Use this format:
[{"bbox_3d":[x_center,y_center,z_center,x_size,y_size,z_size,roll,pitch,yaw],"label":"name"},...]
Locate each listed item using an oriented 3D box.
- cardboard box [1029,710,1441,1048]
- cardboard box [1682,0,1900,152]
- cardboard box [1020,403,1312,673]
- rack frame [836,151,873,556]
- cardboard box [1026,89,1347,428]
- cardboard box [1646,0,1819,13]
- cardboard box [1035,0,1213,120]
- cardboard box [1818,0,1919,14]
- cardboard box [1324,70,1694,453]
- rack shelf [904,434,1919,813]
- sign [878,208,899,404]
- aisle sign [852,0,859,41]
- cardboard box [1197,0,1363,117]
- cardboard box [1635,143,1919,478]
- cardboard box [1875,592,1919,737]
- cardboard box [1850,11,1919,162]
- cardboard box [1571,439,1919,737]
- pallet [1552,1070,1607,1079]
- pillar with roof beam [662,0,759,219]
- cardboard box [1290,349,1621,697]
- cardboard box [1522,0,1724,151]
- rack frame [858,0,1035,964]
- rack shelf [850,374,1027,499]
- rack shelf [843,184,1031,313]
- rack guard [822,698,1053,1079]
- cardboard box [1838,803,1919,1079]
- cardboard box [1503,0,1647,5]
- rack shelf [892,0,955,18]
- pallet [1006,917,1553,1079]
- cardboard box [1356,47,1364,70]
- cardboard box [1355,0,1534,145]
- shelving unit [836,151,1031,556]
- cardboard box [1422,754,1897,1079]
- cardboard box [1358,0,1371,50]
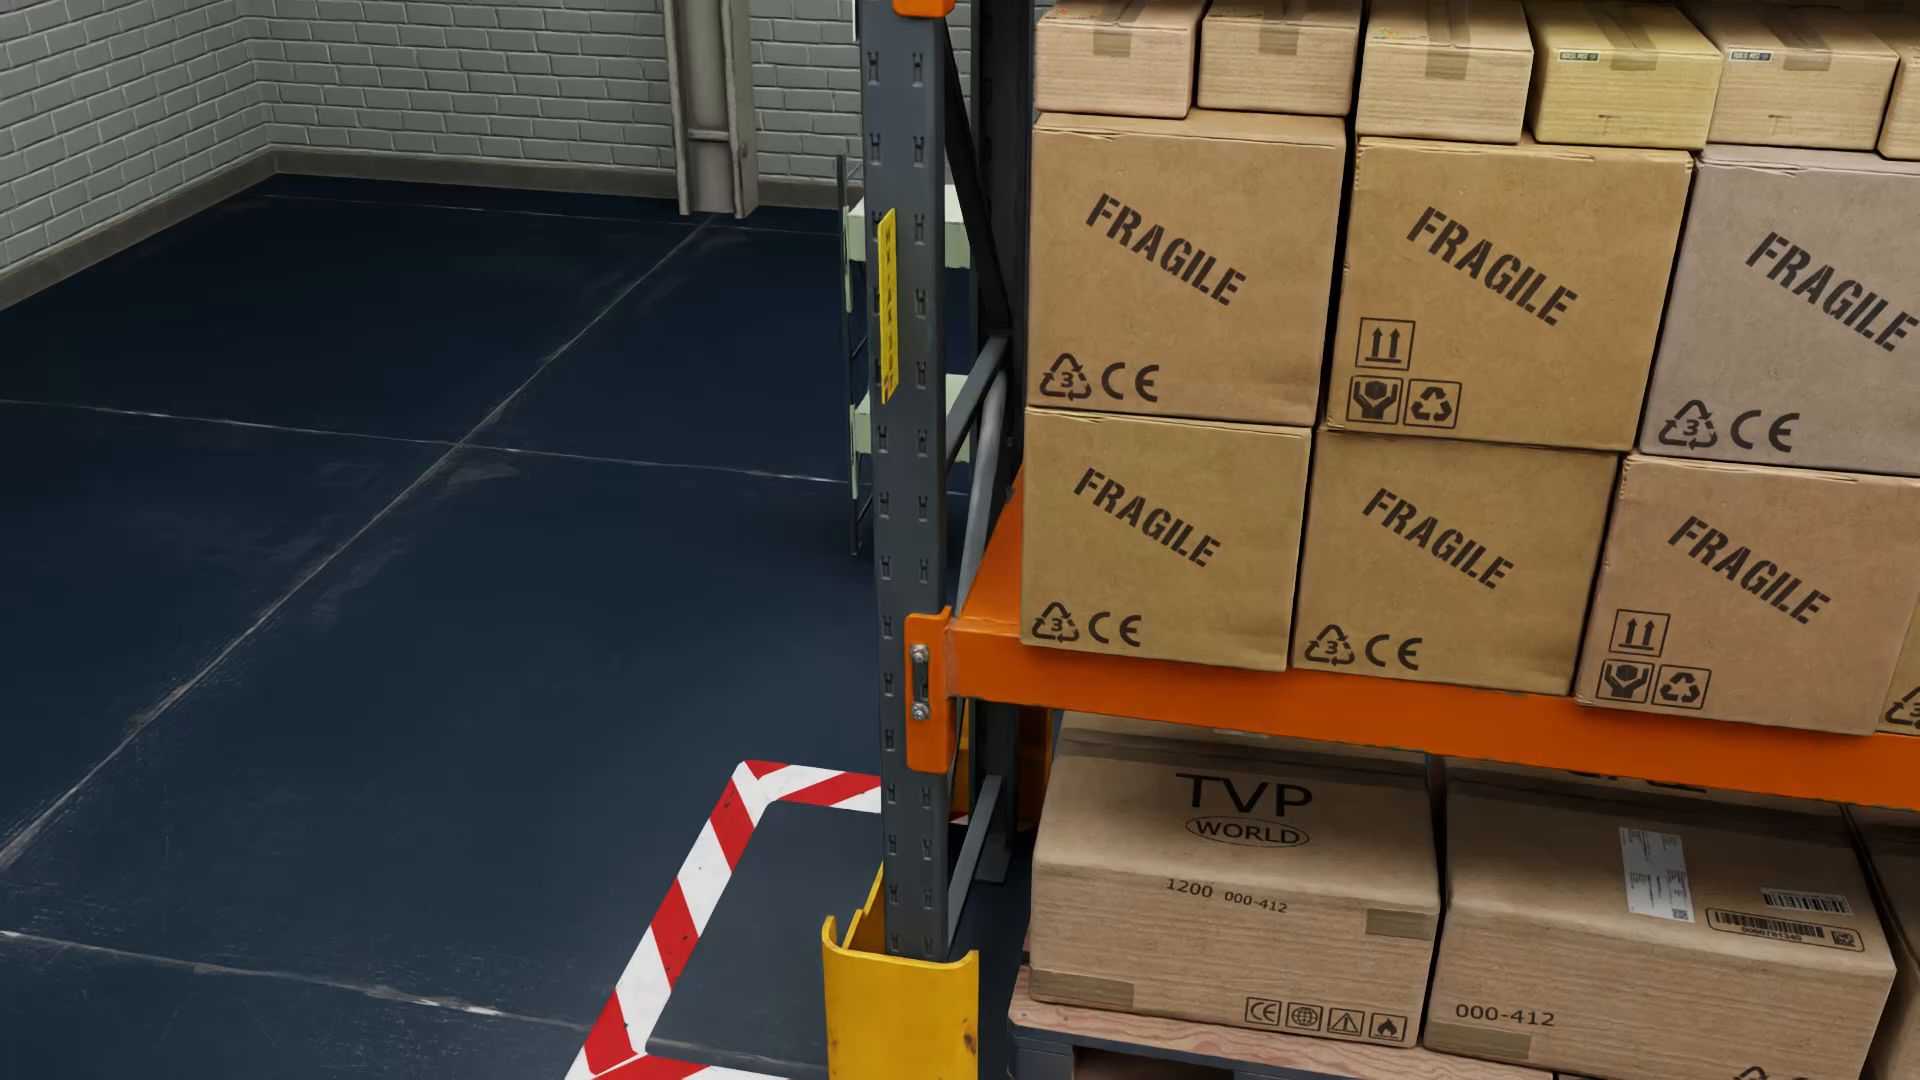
[{"bbox_3d":[0.665,0.711,4.059,0.875,0.438,0.875,5,29,9],"label":"cardboard box"},{"bbox_3d":[1.318,-0.757,2.689,0.250,0.149,0.380,6,29,11],"label":"cardboard box"},{"bbox_3d":[0.408,-0.109,3.221,0.500,0.500,0.500,6,29,10],"label":"cardboard box"},{"bbox_3d":[-0.351,-0.694,5.956,0.023,1.500,0.400,6,29,11],"label":"rack frame"},{"bbox_3d":[0.408,-0.549,2.983,0.500,0.500,0.500,5,29,9],"label":"cardboard box"},{"bbox_3d":[1.393,-0.968,3.074,0.250,0.149,0.380,6,29,10],"label":"cardboard box"},{"bbox_3d":[0.288,-0.849,2.857,0.250,0.149,0.380,6,29,12],"label":"cardboard box"},{"bbox_3d":[1.650,-0.971,3.079,0.250,0.149,0.380,7,29,12],"label":"cardboard box"},{"bbox_3d":[0.915,-0.500,2.894,0.500,0.500,0.500,5,29,9],"label":"cardboard box"},{"bbox_3d":[1.954,0.268,3.386,4.000,0.370,1.077,6,29,11],"label":"rack shelf"},{"bbox_3d":[-0.124,-0.402,2.878,0.005,0.325,0.100,6,29,11],"label":"sign"},{"bbox_3d":[-0.133,-1.259,2.720,0.004,0.787,0.394,6,29,11],"label":"aisle sign"},{"bbox_3d":[0.559,-0.856,2.870,0.250,0.149,0.380,7,29,12],"label":"cardboard box"},{"bbox_3d":[1.420,-0.452,2.807,0.500,0.500,0.500,6,29,10],"label":"cardboard box"},{"bbox_3d":[1.895,0.031,2.966,0.500,0.500,0.500,7,29,12],"label":"cardboard box"},{"bbox_3d":[1.553,-0.712,2.607,0.250,0.149,0.380,6,29,11],"label":"cardboard box"},{"bbox_3d":[1.402,-0.012,3.044,0.500,0.500,0.500,6,29,10],"label":"cardboard box"},{"bbox_3d":[1.986,1.142,3.944,1.213,0.211,1.003,6,29,11],"label":"pallet"},{"bbox_3d":[-2.316,-3.883,3.972,0.400,9.000,9.100,6,29,11],"label":"pillar with roof beam"},{"bbox_3d":[0.908,-0.071,3.152,0.500,0.500,0.500,5,29,10],"label":"cardboard box"},{"bbox_3d":[1.050,-0.759,2.691,0.250,0.149,0.380,5,29,9],"label":"cardboard box"},{"bbox_3d":[-0.002,-0.248,3.579,0.127,3.000,1.000,6,29,11],"label":"rack frame"},{"bbox_3d":[0.007,-0.371,6.045,0.720,0.370,0.431,6,29,11],"label":"rack shelf"},{"bbox_3d":[0.007,-1.000,5.701,0.720,0.370,0.431,6,29,11],"label":"rack shelf"},{"bbox_3d":[-0.025,0.846,4.184,0.348,0.500,1.175,6,29,11],"label":"rack guard"},{"bbox_3d":[2.443,0.890,3.732,0.875,0.438,0.875,5,29,9],"label":"cardboard box"},{"bbox_3d":[1.152,-1.028,3.183,0.250,0.149,0.380,7,29,12],"label":"cardboard box"},{"bbox_3d":[1.954,-1.048,2.665,4.000,0.370,1.077,6,29,11],"label":"rack shelf"},{"bbox_3d":[0.797,1.019,4.170,1.213,0.211,1.003,6,29,11],"label":"pallet"},{"bbox_3d":[1.037,-0.755,3.361,0.500,0.500,0.500,6,29,11],"label":"cardboard box"},{"bbox_3d":[0.789,-0.777,2.724,0.250,0.149,0.380,7,29,12],"label":"cardboard box"},{"bbox_3d":[0.007,-0.657,5.889,0.755,1.500,0.431,6,29,11],"label":"shelving unit"},{"bbox_3d":[1.561,0.799,3.898,0.875,0.438,0.875,7,29,12],"label":"cardboard box"},{"bbox_3d":[0.914,-1.072,3.265,0.250,0.149,0.380,6,29,10],"label":"cardboard box"}]
